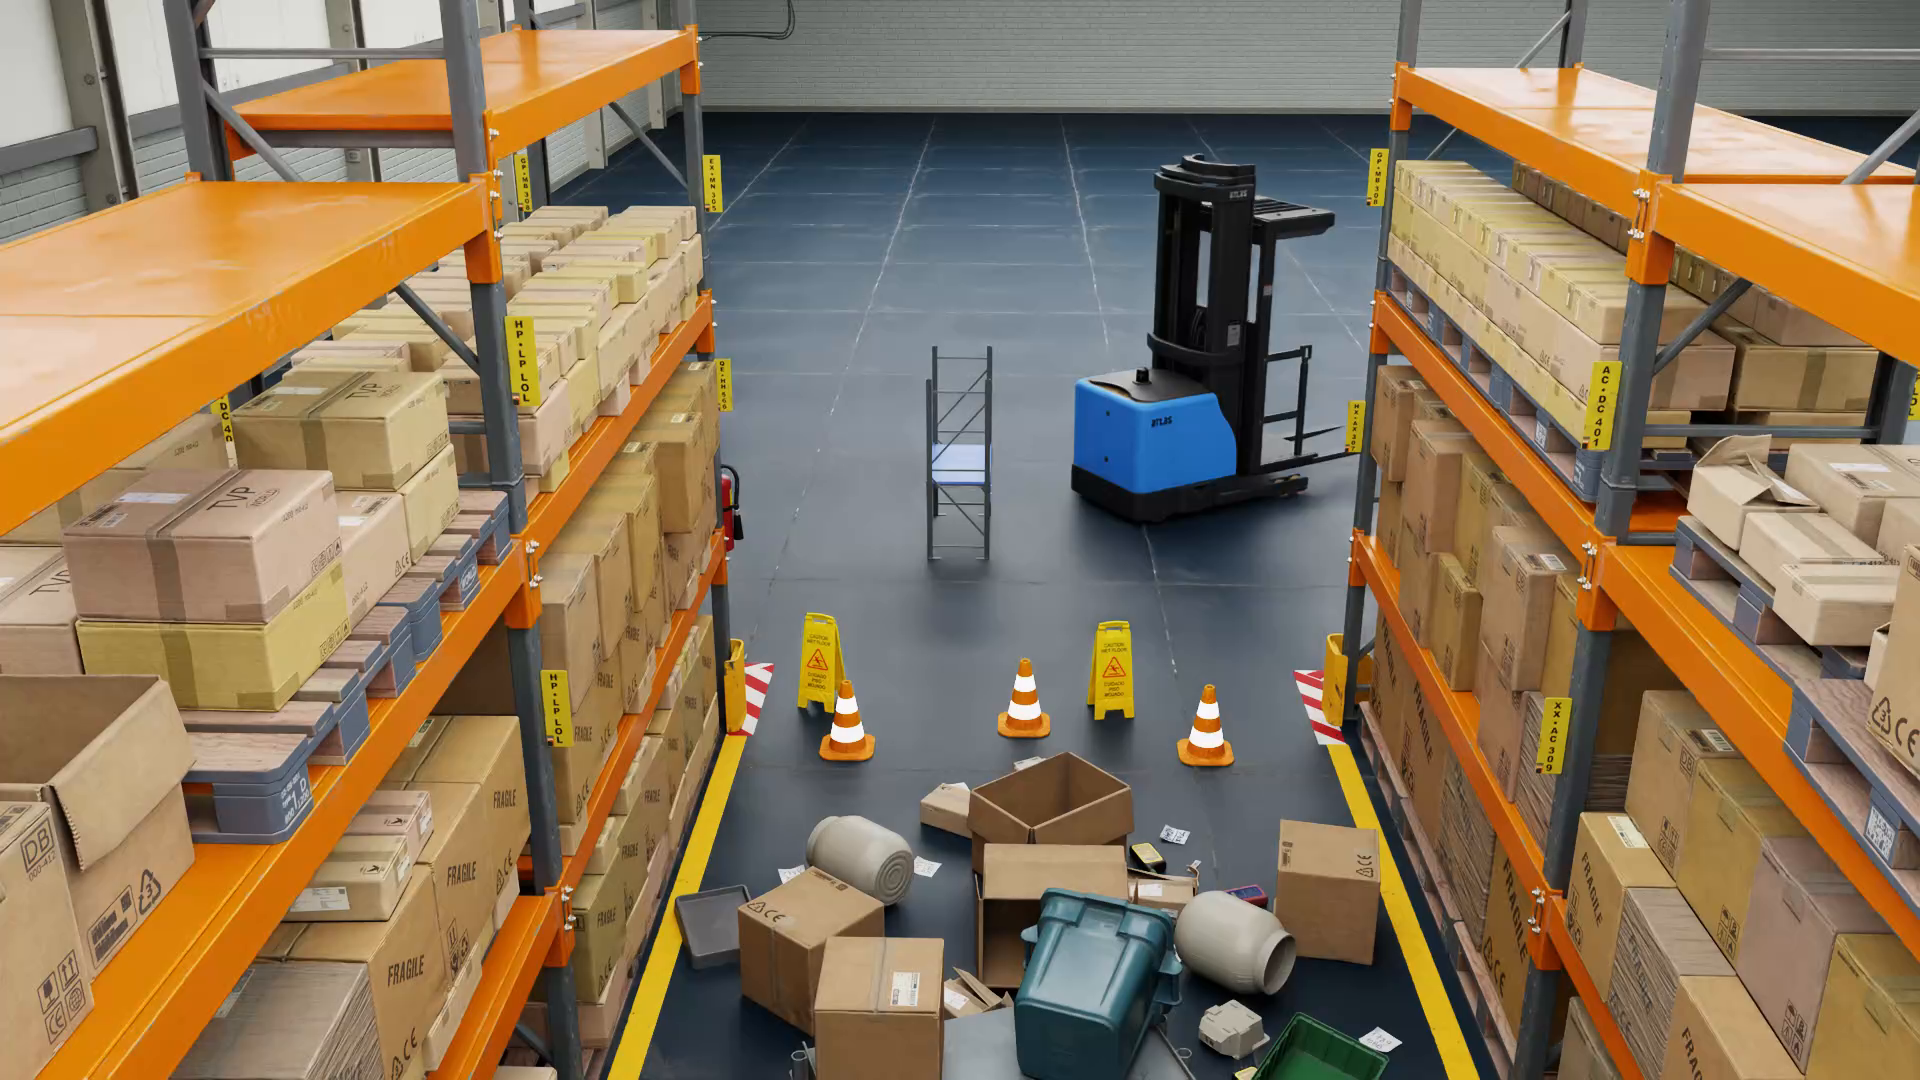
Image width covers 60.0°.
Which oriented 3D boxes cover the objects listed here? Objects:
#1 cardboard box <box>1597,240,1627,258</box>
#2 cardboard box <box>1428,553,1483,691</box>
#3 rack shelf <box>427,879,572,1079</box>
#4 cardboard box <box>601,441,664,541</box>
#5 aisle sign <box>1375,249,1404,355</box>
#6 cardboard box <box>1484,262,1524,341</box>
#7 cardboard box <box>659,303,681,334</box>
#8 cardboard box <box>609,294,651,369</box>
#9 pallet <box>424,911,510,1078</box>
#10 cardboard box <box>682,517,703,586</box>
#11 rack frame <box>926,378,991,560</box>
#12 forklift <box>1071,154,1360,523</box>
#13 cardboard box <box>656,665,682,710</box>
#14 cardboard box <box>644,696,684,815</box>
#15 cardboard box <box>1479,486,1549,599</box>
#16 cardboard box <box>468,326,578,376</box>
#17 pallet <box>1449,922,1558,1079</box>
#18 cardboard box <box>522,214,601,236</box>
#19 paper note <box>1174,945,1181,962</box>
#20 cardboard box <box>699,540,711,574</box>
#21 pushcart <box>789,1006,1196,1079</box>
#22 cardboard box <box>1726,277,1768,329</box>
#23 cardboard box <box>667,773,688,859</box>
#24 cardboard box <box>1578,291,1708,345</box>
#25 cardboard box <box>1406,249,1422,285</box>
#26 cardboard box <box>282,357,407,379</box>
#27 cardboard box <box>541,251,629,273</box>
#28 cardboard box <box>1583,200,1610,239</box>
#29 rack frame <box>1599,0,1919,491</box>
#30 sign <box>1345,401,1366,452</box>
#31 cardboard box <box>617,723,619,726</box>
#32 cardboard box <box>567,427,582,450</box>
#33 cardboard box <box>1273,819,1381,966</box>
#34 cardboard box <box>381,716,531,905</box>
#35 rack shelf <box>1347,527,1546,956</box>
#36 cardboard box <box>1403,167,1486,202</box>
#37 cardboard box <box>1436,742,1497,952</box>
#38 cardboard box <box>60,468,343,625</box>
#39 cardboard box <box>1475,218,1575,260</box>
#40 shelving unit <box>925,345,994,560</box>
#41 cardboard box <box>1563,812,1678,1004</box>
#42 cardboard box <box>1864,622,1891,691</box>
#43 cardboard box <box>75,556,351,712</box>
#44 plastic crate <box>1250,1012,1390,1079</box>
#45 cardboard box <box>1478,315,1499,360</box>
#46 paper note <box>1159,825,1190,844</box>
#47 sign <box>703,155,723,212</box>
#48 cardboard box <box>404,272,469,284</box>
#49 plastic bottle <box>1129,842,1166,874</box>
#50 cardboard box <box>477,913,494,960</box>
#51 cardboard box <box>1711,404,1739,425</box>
[{"bbox_3d":[3.184,-1.228,7.771,0.500,0.250,0.500,1,21,2],"label":"cardboard box"},{"bbox_3d":[2.889,0.414,8.402,0.875,0.550,0.500,1,21,2],"label":"cardboard box"},{"bbox_3d":[-2.166,2.244,4.888,1.077,0.370,4.000,1,21,2],"label":"rack shelf"},{"bbox_3d":[-1.870,-0.178,8.203,0.700,0.500,0.500,1,21,1],"label":"cardboard box"},{"bbox_3d":[2.669,-1.484,9.907,0.394,0.787,0.004,1,21,2],"label":"aisle sign"},{"bbox_3d":[2.637,-1.051,7.315,0.500,0.250,0.500,0,21,1],"label":"cardboard box"},{"bbox_3d":[-1.732,-1.224,9.031,0.380,0.149,0.250,1,21,3],"label":"cardboard box"},{"bbox_3d":[-1.770,-0.988,7.872,0.500,0.250,0.500,1,21,2],"label":"cardboard box"},{"bbox_3d":[-2.274,1.549,5.948,1.003,0.211,1.213,1,21,2],"label":"pallet"},{"bbox_3d":[-1.745,-0.066,9.297,0.500,0.500,0.500,1,21,2],"label":"cardboard box"},{"bbox_3d":[-0.013,-0.546,13.157,0.500,1.500,0.032,1,21,2],"label":"rack frame"},{"bbox_3d":[2.520,-1.890,14.641,3.031,2.935,1.130,-12,24,-29],"label":"forklift"},{"bbox_3d":[-1.712,0.785,8.939,0.380,0.149,0.250,2,21,4],"label":"cardboard box"},{"bbox_3d":[-1.782,1.139,8.924,0.500,0.500,0.500,0,21,0],"label":"cardboard box"},{"bbox_3d":[2.946,0.103,7.710,0.875,0.550,0.550,1,21,2],"label":"cardboard box"},{"bbox_3d":[-1.774,-0.768,6.753,0.380,0.149,0.250,0,21,0],"label":"cardboard box"},{"bbox_3d":[2.947,2.229,7.786,1.003,0.211,1.213,1,21,2],"label":"pallet"},{"bbox_3d":[-2.190,-1.697,9.146,0.380,0.149,0.250,1,21,1],"label":"cardboard box"},{"bbox_3d":[1.058,2.080,8.431,0.172,0.023,0.155,8,23,20],"label":"paper note"},{"bbox_3d":[-1.678,0.086,9.800,0.380,0.149,0.250,0,21,1],"label":"cardboard box"},{"bbox_3d":[0.175,2.415,7.077,1.648,0.377,0.936,-7,22,-17],"label":"pushcart"},{"bbox_3d":[3.203,-0.913,6.407,0.380,0.149,0.250,0,21,1],"label":"cardboard box"},{"bbox_3d":[-1.773,1.497,9.039,0.500,0.250,0.500,0,21,0],"label":"cardboard box"},{"bbox_3d":[2.538,-0.828,6.189,0.380,0.149,0.250,0,21,1],"label":"cardboard box"},{"bbox_3d":[2.621,-1.464,8.930,0.380,0.149,0.250,1,21,2],"label":"cardboard box"},{"bbox_3d":[-2.314,-0.585,6.281,0.380,0.149,0.250,1,21,3],"label":"cardboard box"},{"bbox_3d":[-1.842,-1.329,8.200,0.380,0.149,0.250,0,21,0],"label":"cardboard box"},{"bbox_3d":[3.257,-1.553,8.059,0.380,0.149,0.250,0,21,1],"label":"cardboard box"},{"bbox_3d":[2.846,-1.594,5.490,1.000,3.000,0.127,1,21,2],"label":"rack frame"},{"bbox_3d":[2.413,-0.692,10.153,0.100,0.325,0.005,1,21,2],"label":"sign"},{"bbox_3d":[-1.822,0.818,7.915,0.380,0.149,0.250,1,21,1],"label":"cardboard box"},{"bbox_3d":[-1.842,-0.481,7.116,0.380,0.149,0.250,1,21,3],"label":"cardboard box"},{"bbox_3d":[1.867,1.795,8.502,0.500,0.500,0.500,4,22,11],"label":"cardboard box"},{"bbox_3d":[-1.890,0.974,6.036,0.500,0.500,0.500,0,21,1],"label":"cardboard box"},{"bbox_3d":[2.906,0.815,8.569,1.077,0.370,4.000,1,21,2],"label":"rack shelf"},{"bbox_3d":[2.630,-1.931,9.031,0.380,0.149,0.250,1,21,2],"label":"cardboard box"},{"bbox_3d":[2.958,1.445,8.307,0.875,0.875,0.875,1,21,2],"label":"cardboard box"},{"bbox_3d":[-2.005,0.008,4.444,0.500,0.250,0.500,1,21,3],"label":"cardboard box"},{"bbox_3d":[2.584,-1.377,7.604,0.380,0.149,0.250,1,21,2],"label":"cardboard box"},{"bbox_3d":[0.003,-0.730,13.631,0.538,1.500,1.048,1,21,2],"label":"shelving unit"},{"bbox_3d":[2.561,1.344,6.074,0.500,0.500,0.500,1,21,2],"label":"cardboard box"},{"bbox_3d":[2.577,0.299,4.225,0.396,0.266,0.258,1,21,2],"label":"cardboard box"},{"bbox_3d":[-2.015,0.241,4.535,0.500,0.250,0.500,1,21,2],"label":"cardboard box"},{"bbox_3d":[1.541,2.410,7.272,0.450,0.188,0.662,23,29,25],"label":"plastic crate"},{"bbox_3d":[2.574,-0.916,7.519,0.380,0.149,0.250,0,21,1],"label":"cardboard box"},{"bbox_3d":[1.224,1.675,9.465,0.144,0.017,0.142,8,23,20],"label":"paper note"},{"bbox_3d":[-1.429,-2.059,9.611,0.100,0.325,0.005,1,21,2],"label":"sign"},{"bbox_3d":[-2.362,-1.147,7.729,0.380,0.149,0.250,1,21,2],"label":"cardboard box"},{"bbox_3d":[1.051,1.769,9.177,0.133,0.061,0.283,-7,22,-17],"label":"plastic bottle"},{"bbox_3d":[-1.871,1.391,5.858,0.380,0.149,0.250,0,21,0],"label":"cardboard box"},{"bbox_3d":[3.202,-0.542,6.555,0.380,0.149,0.250,1,21,2],"label":"cardboard box"}]
